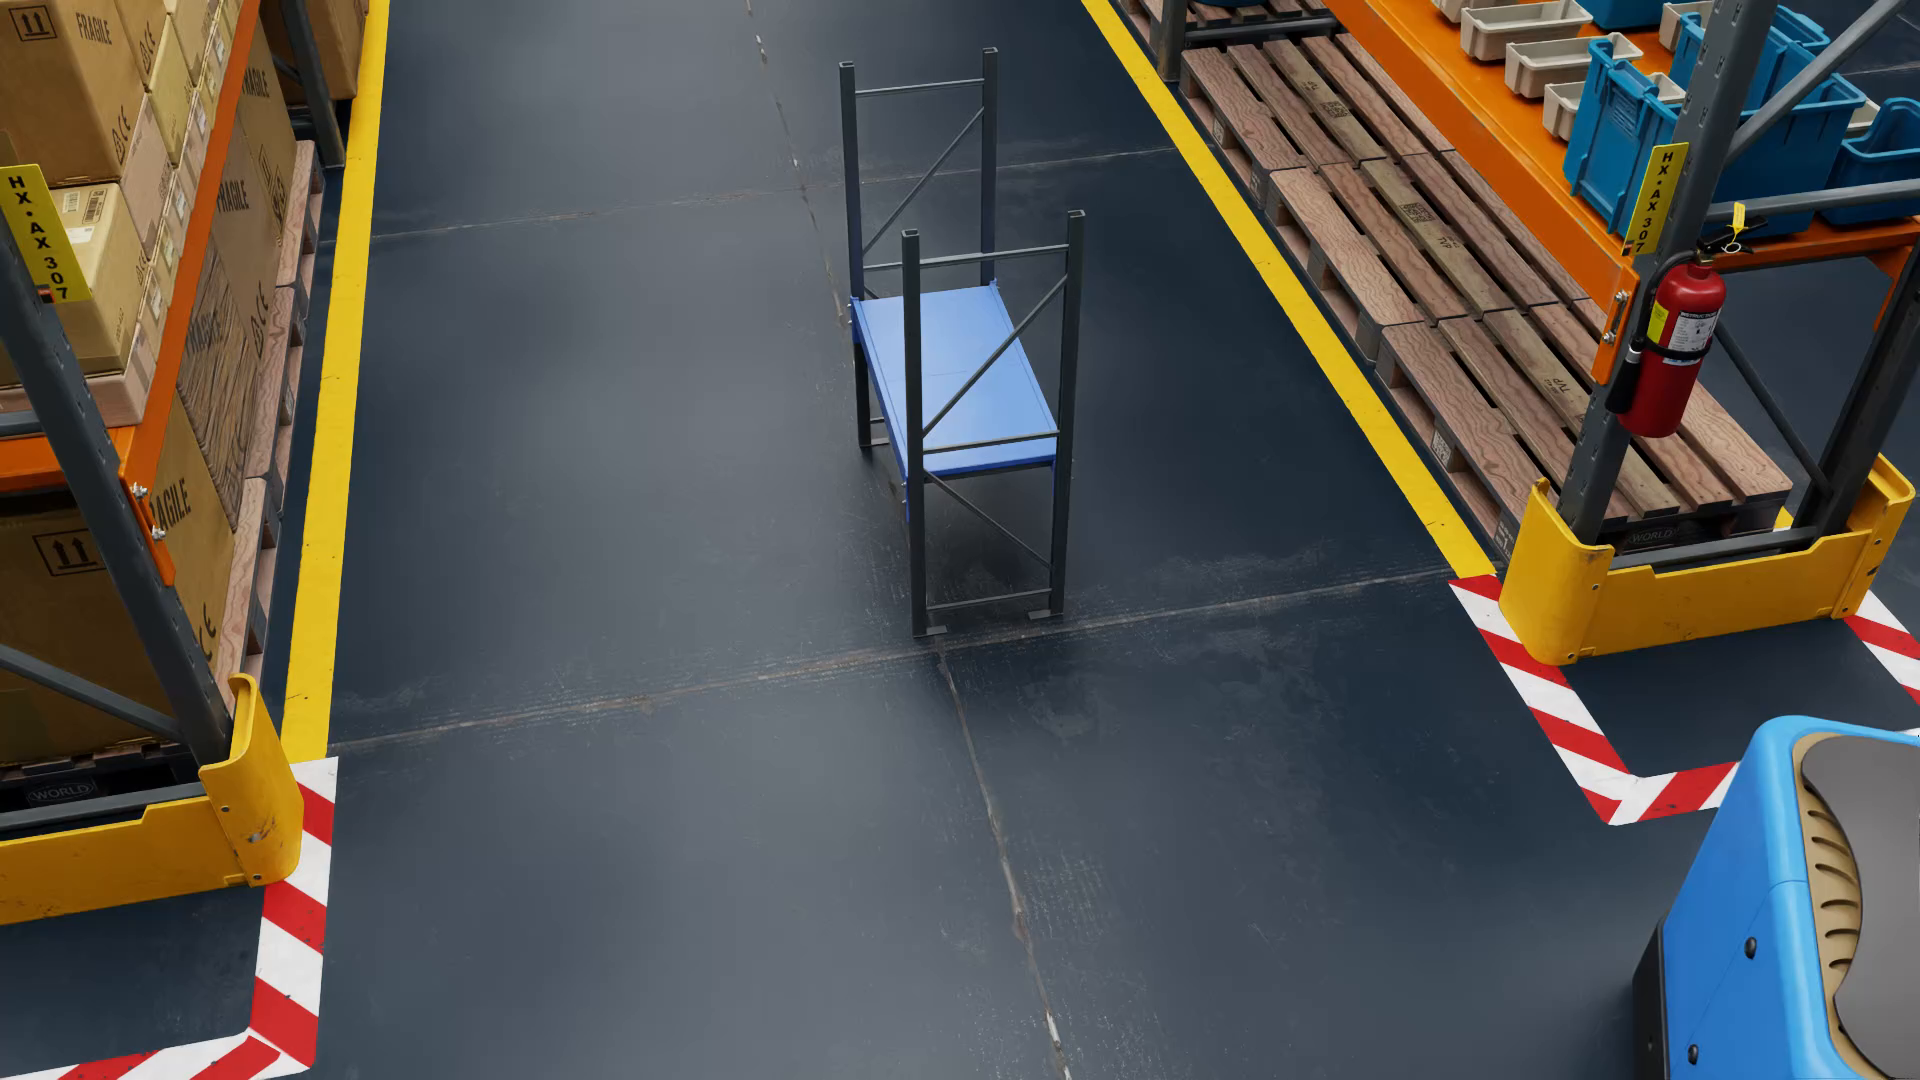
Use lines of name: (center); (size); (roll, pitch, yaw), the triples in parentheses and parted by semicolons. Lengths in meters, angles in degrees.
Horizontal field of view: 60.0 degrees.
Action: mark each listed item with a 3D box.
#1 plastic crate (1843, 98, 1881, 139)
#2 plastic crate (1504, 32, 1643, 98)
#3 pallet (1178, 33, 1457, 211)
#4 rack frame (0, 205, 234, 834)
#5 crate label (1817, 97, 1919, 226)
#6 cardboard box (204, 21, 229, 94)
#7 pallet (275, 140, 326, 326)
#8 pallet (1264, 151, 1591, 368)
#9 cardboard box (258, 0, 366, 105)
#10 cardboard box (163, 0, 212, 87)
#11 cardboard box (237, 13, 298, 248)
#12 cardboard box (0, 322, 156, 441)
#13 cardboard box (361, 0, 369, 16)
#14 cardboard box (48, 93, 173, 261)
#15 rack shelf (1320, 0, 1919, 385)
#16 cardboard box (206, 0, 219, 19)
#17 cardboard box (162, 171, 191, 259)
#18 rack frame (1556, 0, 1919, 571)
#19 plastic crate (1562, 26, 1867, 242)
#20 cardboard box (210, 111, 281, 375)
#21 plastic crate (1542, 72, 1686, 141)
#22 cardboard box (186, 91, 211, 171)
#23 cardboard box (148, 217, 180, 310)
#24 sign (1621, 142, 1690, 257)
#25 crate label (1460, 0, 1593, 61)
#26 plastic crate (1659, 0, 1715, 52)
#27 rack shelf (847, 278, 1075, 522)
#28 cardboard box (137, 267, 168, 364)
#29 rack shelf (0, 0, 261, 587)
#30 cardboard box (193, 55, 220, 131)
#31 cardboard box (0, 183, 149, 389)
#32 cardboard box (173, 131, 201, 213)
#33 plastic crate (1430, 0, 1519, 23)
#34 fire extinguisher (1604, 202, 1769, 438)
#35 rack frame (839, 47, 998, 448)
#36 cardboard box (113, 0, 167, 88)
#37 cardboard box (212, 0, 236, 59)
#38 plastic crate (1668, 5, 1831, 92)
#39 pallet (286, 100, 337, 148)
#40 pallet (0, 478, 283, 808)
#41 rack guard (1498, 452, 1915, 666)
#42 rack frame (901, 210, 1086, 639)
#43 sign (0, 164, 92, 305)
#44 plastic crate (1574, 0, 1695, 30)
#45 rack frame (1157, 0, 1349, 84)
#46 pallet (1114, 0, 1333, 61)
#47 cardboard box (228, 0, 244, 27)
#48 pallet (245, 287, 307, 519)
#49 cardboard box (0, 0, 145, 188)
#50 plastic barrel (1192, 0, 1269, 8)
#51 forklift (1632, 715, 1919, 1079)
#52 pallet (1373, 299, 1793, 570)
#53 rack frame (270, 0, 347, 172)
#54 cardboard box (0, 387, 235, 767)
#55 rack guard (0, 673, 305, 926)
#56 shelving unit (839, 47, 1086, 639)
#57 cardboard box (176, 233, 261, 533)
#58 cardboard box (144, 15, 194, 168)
plastic crate: (2.639, -1.271, 5.076); (0.250, 0.136, 0.298); (-8, 42, -9)
plastic crate: (1.958, -1.537, 5.375); (0.396, 0.136, 0.243); (-8, 42, -9)
pallet: (1.692, -1.999, 7.843); (1.003, 0.211, 1.213); (-8, 42, -9)
rack frame: (-2.477, -0.210, 3.727); (1.000, 3.000, 0.127); (-8, 42, -9)
crate label: (2.627, -1.087, 4.796); (0.416, 0.233, 0.303); (-8, 42, -9)
cardboard box: (-2.623, -1.560, 5.438); (0.380, 0.149, 0.250); (-8, 42, -9)
pallet: (-3.253, -1.256, 7.006); (1.003, 0.211, 1.213); (-8, 42, -9)
pallet: (1.959, -1.207, 6.950); (1.003, 0.211, 1.213); (-8, 42, -9)
cardboard box: (-3.498, -2.578, 7.678); (1.225, 0.875, 0.875); (-8, 42, -9)
cardboard box: (-2.658, -1.615, 5.199); (0.500, 0.250, 0.500); (-9, 42, -10)
cardboard box: (-3.276, -1.726, 6.719); (0.875, 0.875, 0.875); (-8, 42, -9)
cardboard box: (-2.232, -0.394, 4.123); (0.380, 0.149, 0.250); (-8, 42, -9)
cardboard box: (-3.692, -3.157, 8.331); (1.225, 0.875, 0.875); (-10, 43, -11)
cardboard box: (-2.436, -0.951, 4.451); (0.500, 0.250, 0.500); (-9, 42, -10)
rack shelf: (1.927, -1.947, 6.226); (1.077, 0.370, 4.000); (-8, 42, -9)
cardboard box: (-2.765, -1.944, 5.569); (0.500, 0.250, 0.500); (-8, 42, -8)
cardboard box: (-2.401, -0.895, 4.688); (0.380, 0.149, 0.250); (-9, 42, -10)
rack frame: (2.359, -0.920, 4.527); (1.000, 3.000, 0.127); (-8, 42, -9)
plastic crate: (2.104, -1.146, 4.710); (0.616, 0.435, 0.499); (-8, 42, -9)
cardboard box: (-3.082, -1.143, 6.062); (0.875, 0.875, 0.875); (-8, 42, -9)
plastic crate: (2.006, -1.347, 5.161); (0.396, 0.136, 0.243); (-8, 42, -9)
cardboard box: (-2.511, -1.227, 5.062); (0.380, 0.149, 0.250); (-9, 42, -10)
cardboard box: (-2.344, -0.726, 4.497); (0.380, 0.149, 0.250); (-9, 42, -10)
sign: (1.825, -0.892, 4.372); (0.100, 0.325, 0.005); (-8, 42, -9)
crate label: (1.874, -1.714, 5.574); (0.396, 0.136, 0.243); (-8, 42, -9)
plastic crate: (2.492, -1.711, 5.571); (0.250, 0.136, 0.298); (-8, 42, -9)
rack shelf: (-0.018, -0.482, 5.434); (0.538, 0.185, 1.000); (-8, 42, -9)
cardboard box: (-2.288, -0.560, 4.310); (0.380, 0.149, 0.250); (-9, 42, -10)
rack shelf: (-2.909, -1.238, 5.427); (1.077, 0.370, 4.000); (-8, 42, -9)
cardboard box: (-2.565, -1.391, 5.246); (0.380, 0.149, 0.250); (-9, 42, -10)
cardboard box: (-2.317, -0.615, 4.073); (0.500, 0.250, 0.500); (-9, 42, -10)
cardboard box: (-2.455, -1.060, 4.873); (0.380, 0.149, 0.250); (-9, 42, -10)
plastic crate: (1.792, -1.903, 5.787); (0.298, 0.136, 0.250); (-8, 42, -9)
fire extinguisher: (1.948, -0.589, 4.493); (0.296, 0.674, 0.183); (-8, 42, -9)
rack frame: (-0.128, -0.946, 5.686); (0.500, 1.500, 0.032); (-8, 42, -9)
cardboard box: (-2.543, -1.555, 4.566); (0.500, 0.500, 0.500); (-9, 42, -10)
cardboard box: (-2.677, -1.726, 5.624); (0.380, 0.149, 0.250); (-9, 42, -10)
plastic crate: (2.485, -1.514, 5.277); (0.416, 0.233, 0.300); (-8, 42, -9)
pallet: (-3.581, -2.250, 8.125); (1.003, 0.211, 1.213); (-8, 42, -9)
pallet: (-2.726, 0.325, 5.224); (1.003, 0.211, 1.213); (-8, 42, -9)
rack guard: (2.377, 0.028, 5.341); (1.175, 0.500, 0.348); (-8, 42, -9)
rack frame: (0.091, -0.287, 4.943); (0.500, 1.500, 0.032); (-8, 42, -9)
sign: (-1.934, -0.639, 3.499); (0.100, 0.325, 0.005); (-8, 42, -9)
plastic crate: (2.343, -1.941, 5.758); (0.416, 0.233, 0.300); (-8, 42, -9)
rack frame: (1.496, -3.513, 7.448); (1.000, 3.000, 0.127); (-8, 42, -9)
pallet: (1.370, -2.976, 8.944); (1.003, 0.211, 1.213); (-8, 42, -9)
cardboard box: (-2.732, -1.892, 5.811); (0.380, 0.149, 0.250); (-8, 42, -8)
pallet: (-2.986, -0.464, 6.114); (1.003, 0.211, 1.213); (-8, 42, -9)
cardboard box: (-2.425, -1.220, 4.189); (0.500, 0.500, 0.500); (-9, 42, -10)
plastic barrel: (1.395, -3.240, 8.405); (0.600, 0.901, 0.708); (-8, 42, -9)
forklift: (3.105, 0.648, 2.813); (3.031, 2.935, 1.130); (10, 43, 11)
pallet: (2.219, -0.417, 6.061); (1.003, 0.211, 1.213); (-8, 42, -9)
rack frame: (-3.341, -2.803, 6.648); (1.000, 3.000, 0.127); (-8, 42, -9)
cardboard box: (-2.693, 0.024, 4.748); (0.875, 0.875, 0.875); (-8, 42, -9)
rack guard: (-2.472, 0.740, 4.540); (1.175, 0.500, 0.348); (-8, 42, -9)
shelving unit: (-0.018, -0.616, 5.314); (0.538, 1.500, 1.048); (-8, 42, -9)
cardboard box: (-2.890, -0.566, 5.412); (0.875, 0.875, 0.875); (-8, 42, -9)
cardboard box: (-2.541, -1.278, 4.819); (0.500, 0.250, 0.500); (-10, 43, -11)
